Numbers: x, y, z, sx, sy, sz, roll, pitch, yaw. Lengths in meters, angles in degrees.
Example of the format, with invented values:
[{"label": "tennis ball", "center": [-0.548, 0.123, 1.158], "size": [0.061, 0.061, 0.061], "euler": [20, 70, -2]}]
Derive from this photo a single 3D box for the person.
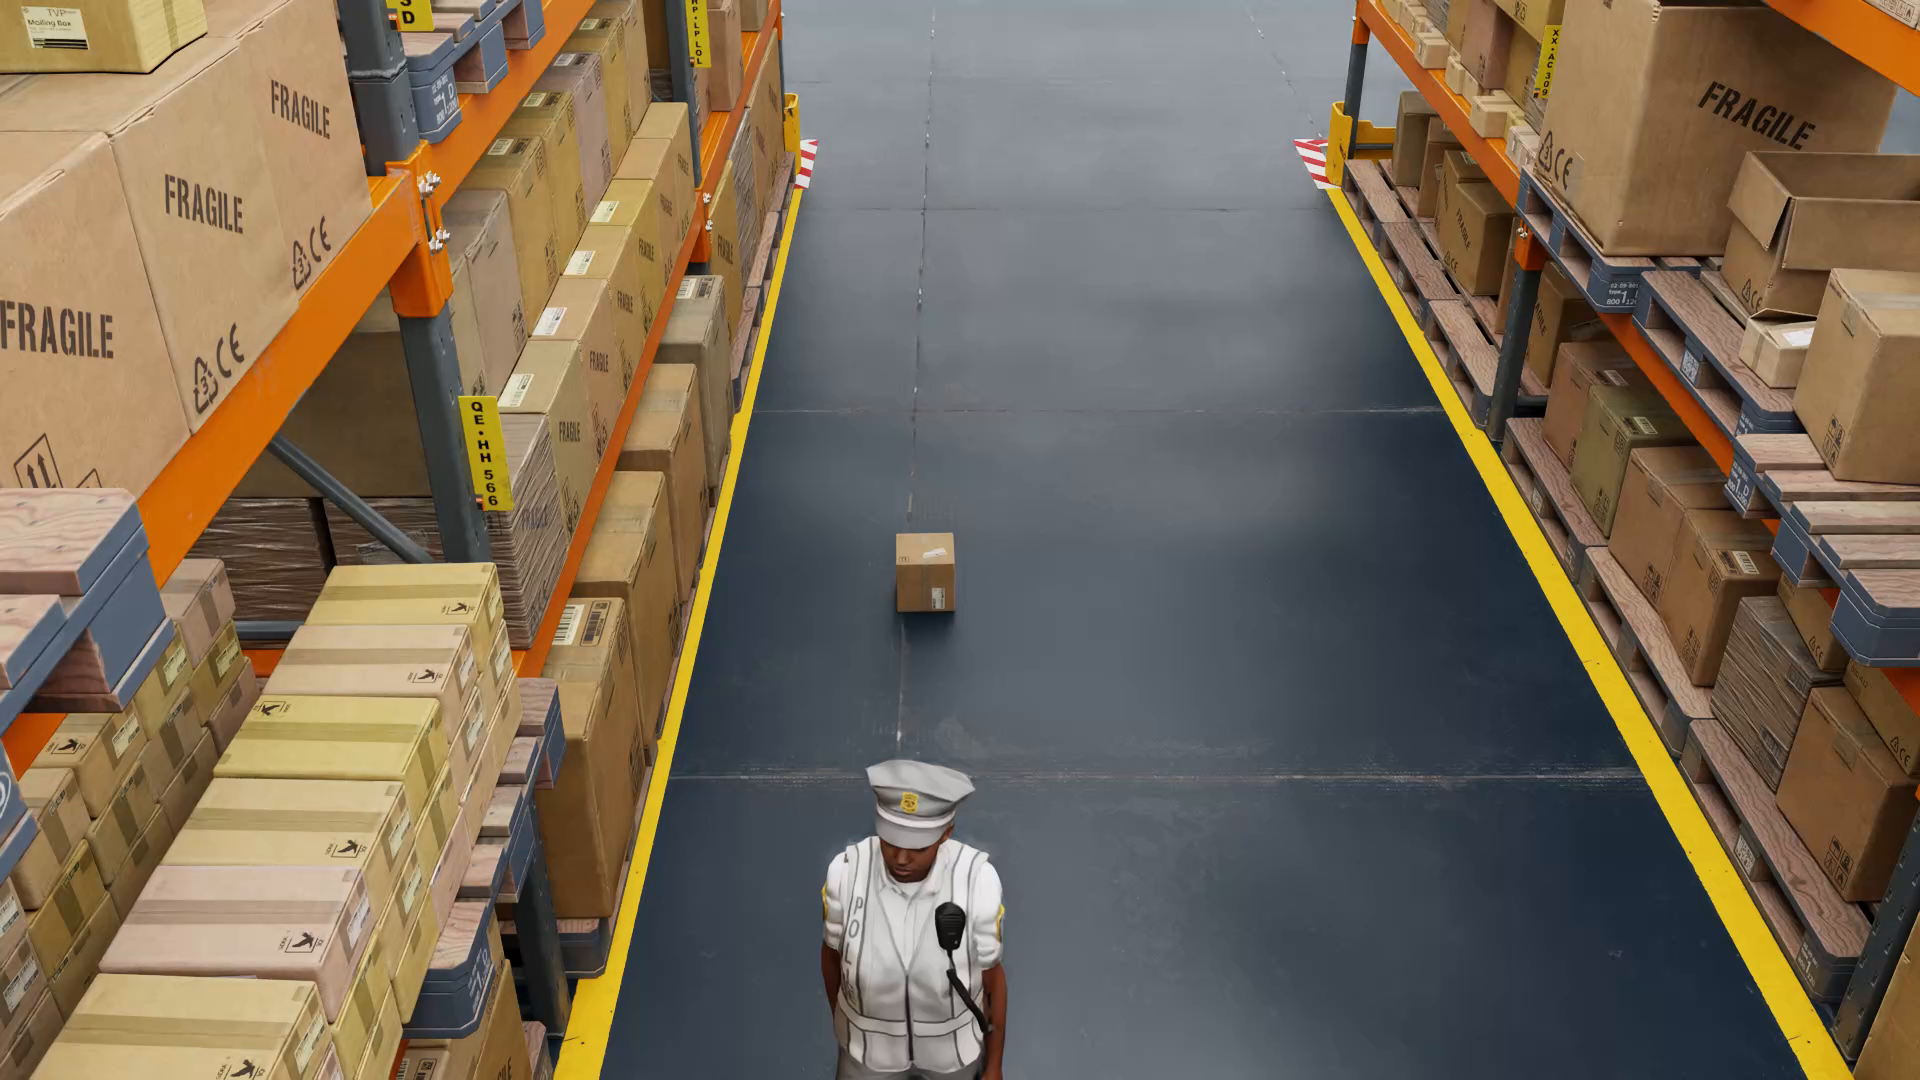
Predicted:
[{"label": "person", "center": [-0.115, 1.260, 4.044], "size": [0.454, 1.706, 0.431], "euler": [1, 32, 2]}]
